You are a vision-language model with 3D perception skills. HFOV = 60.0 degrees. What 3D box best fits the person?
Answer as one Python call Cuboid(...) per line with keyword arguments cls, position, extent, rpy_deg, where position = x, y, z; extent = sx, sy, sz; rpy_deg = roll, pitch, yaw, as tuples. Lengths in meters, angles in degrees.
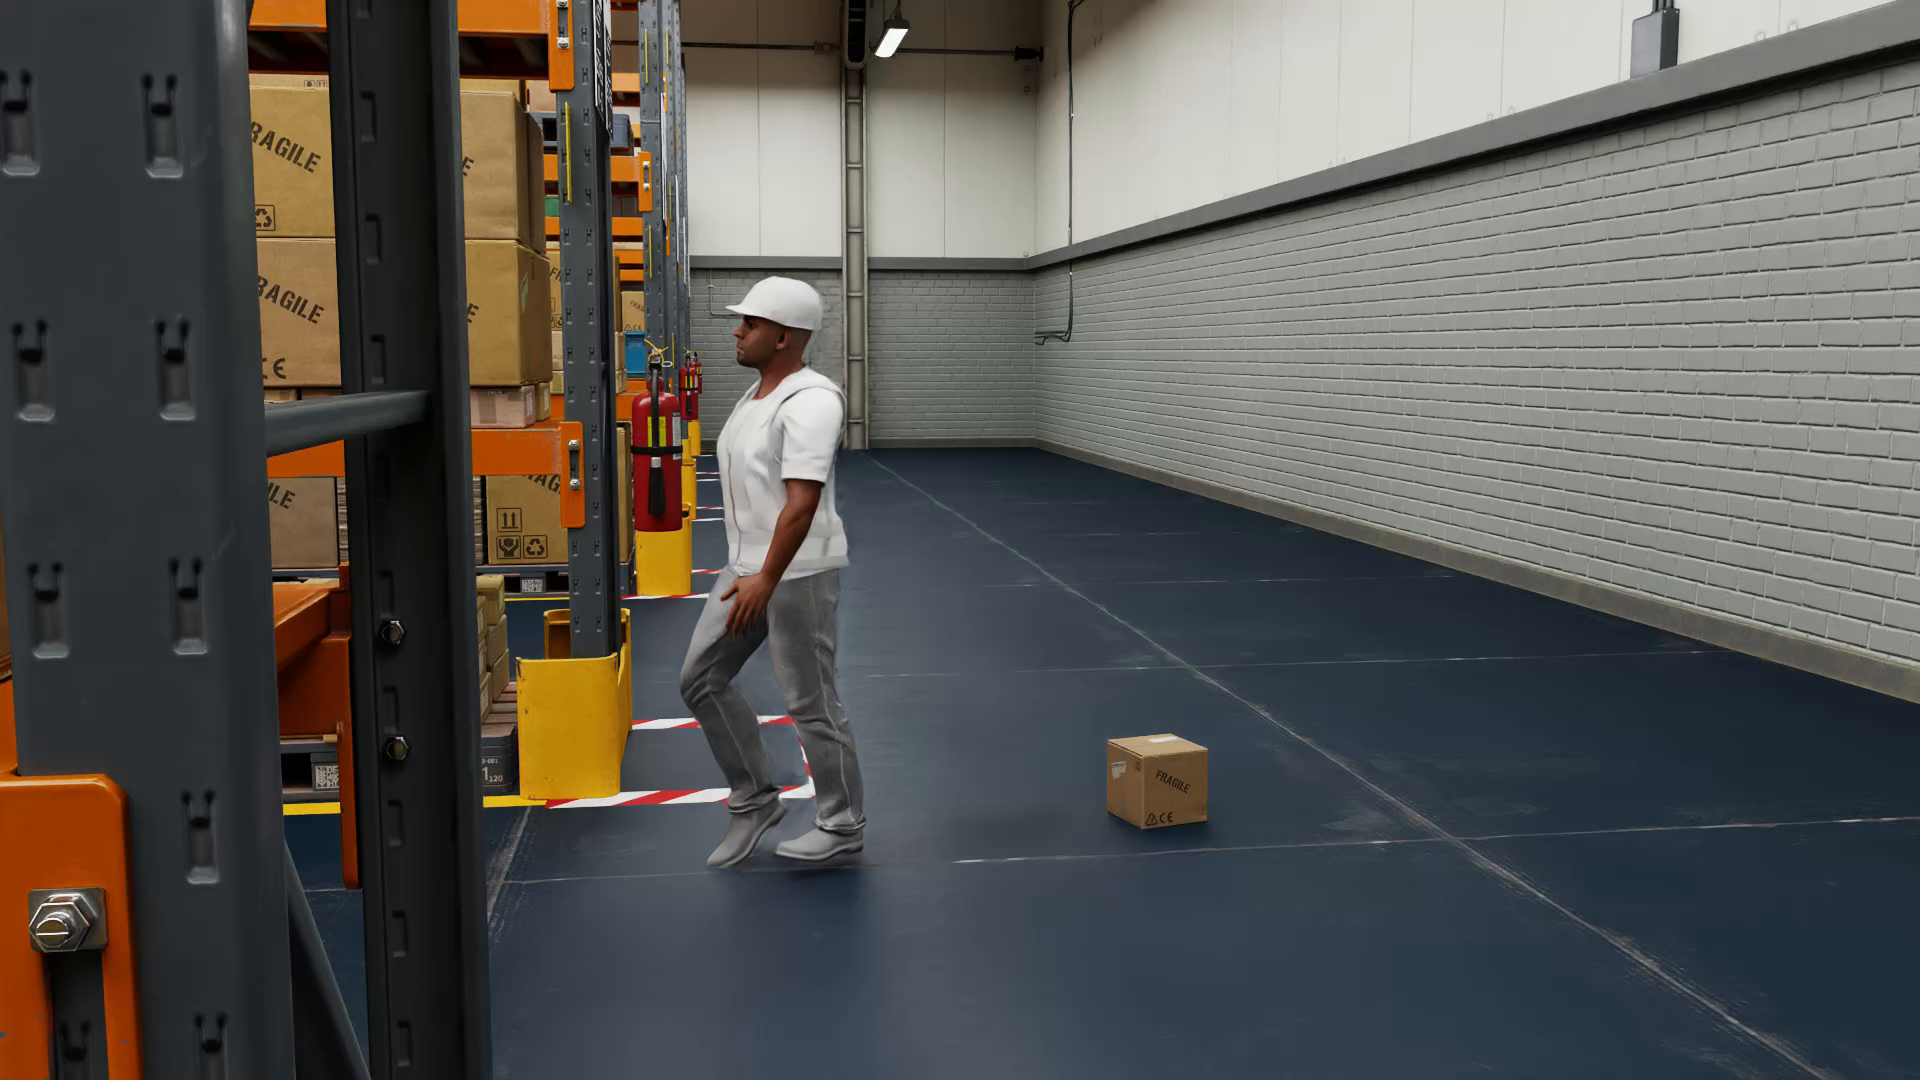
Cuboid(cls="person", position=(-0.550, 0.124, 5.003), extent=(0.524, 1.814, 0.574), rpy_deg=(-4, 8, -31))
